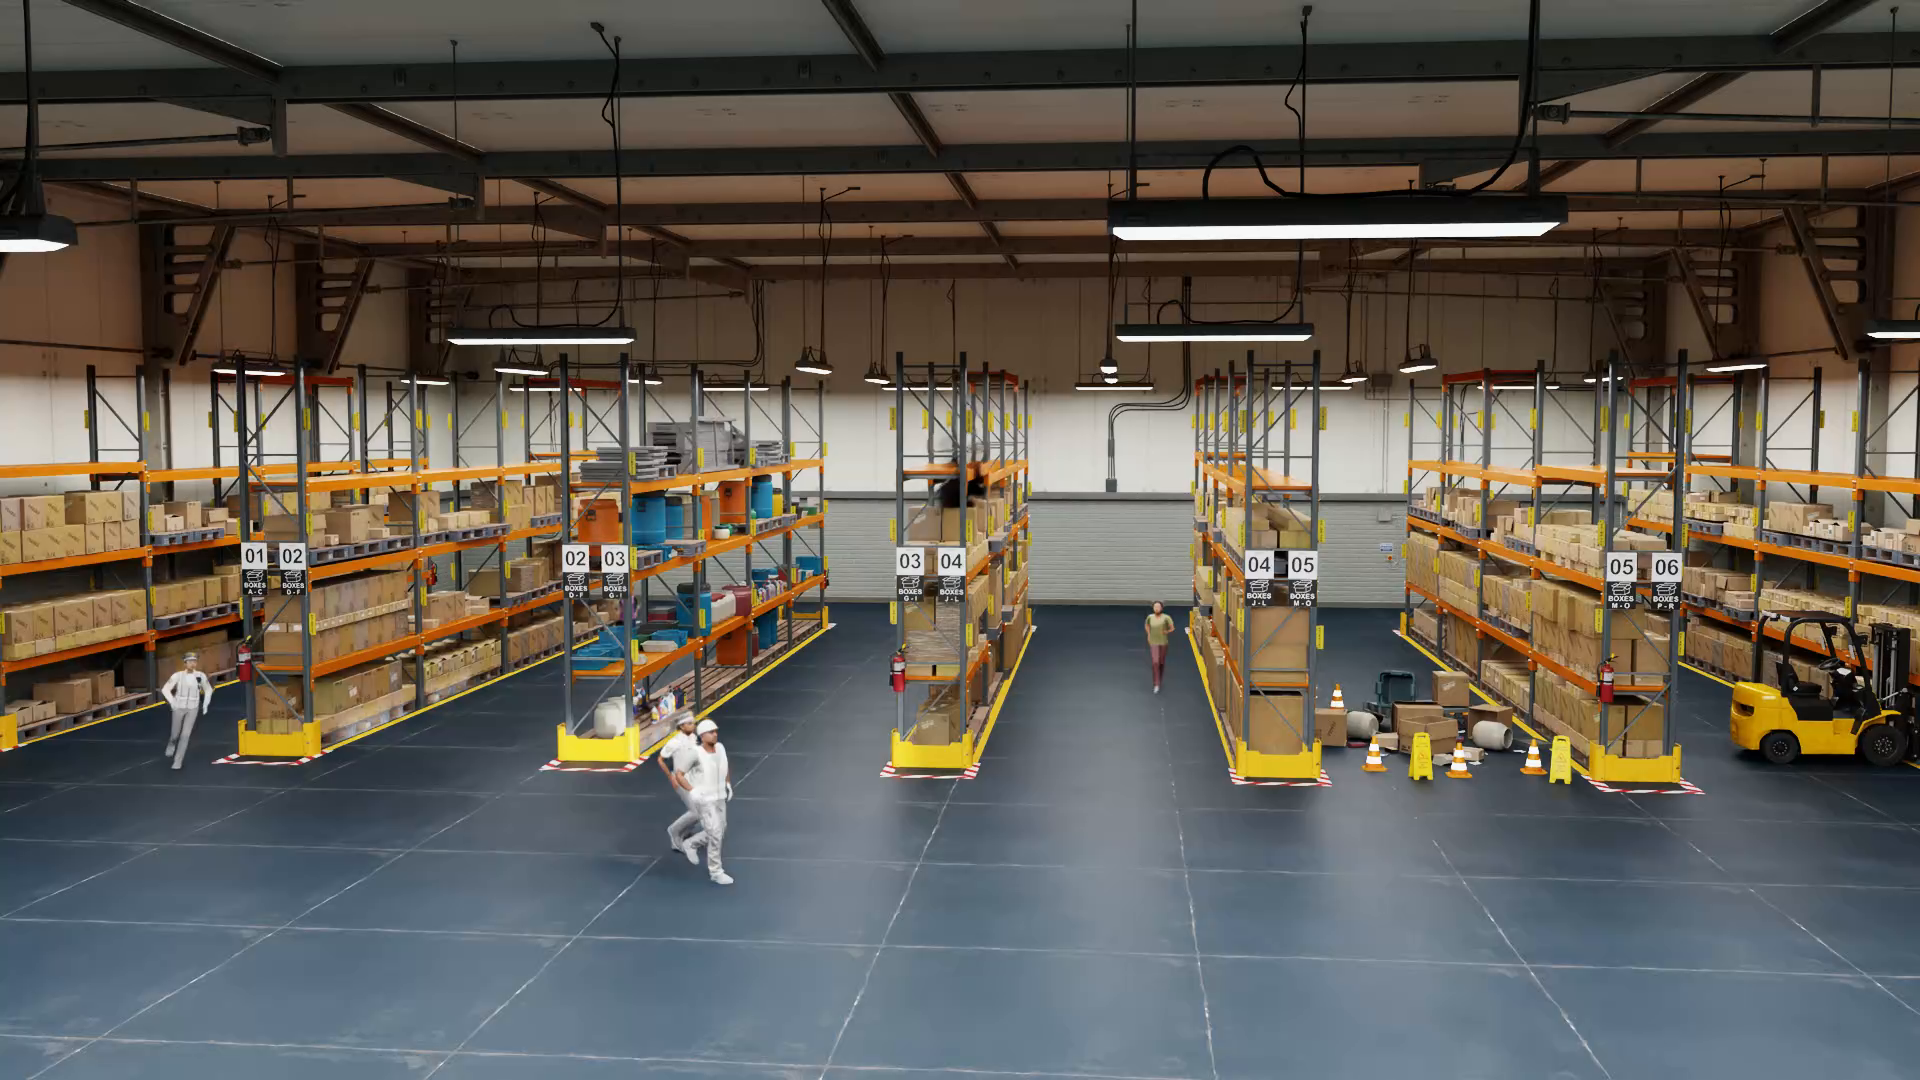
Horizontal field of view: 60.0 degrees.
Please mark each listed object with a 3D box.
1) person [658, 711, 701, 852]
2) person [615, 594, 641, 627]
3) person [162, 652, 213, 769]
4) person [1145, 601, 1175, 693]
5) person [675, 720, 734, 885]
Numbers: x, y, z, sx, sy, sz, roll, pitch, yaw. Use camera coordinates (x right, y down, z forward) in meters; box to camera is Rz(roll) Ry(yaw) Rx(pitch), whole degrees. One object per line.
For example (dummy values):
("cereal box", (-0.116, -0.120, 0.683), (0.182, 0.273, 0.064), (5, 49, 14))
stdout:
("person", (-3.116, 2.801, 19.226), (0.576, 1.659, 0.560), (2, 5, 26))
("person", (-6.989, 1.706, 34.957), (0.516, 1.631, 0.702), (0, 4, -5))
("person", (-11.262, 2.457, 24.270), (0.674, 1.642, 0.782), (-2, 5, -28))
("person", (3.725, 1.965, 31.030), (0.564, 1.680, 0.891), (1, 4, 8))
("person", (-2.791, 2.840, 18.206), (0.812, 1.769, 0.692), (3, 5, 35))
